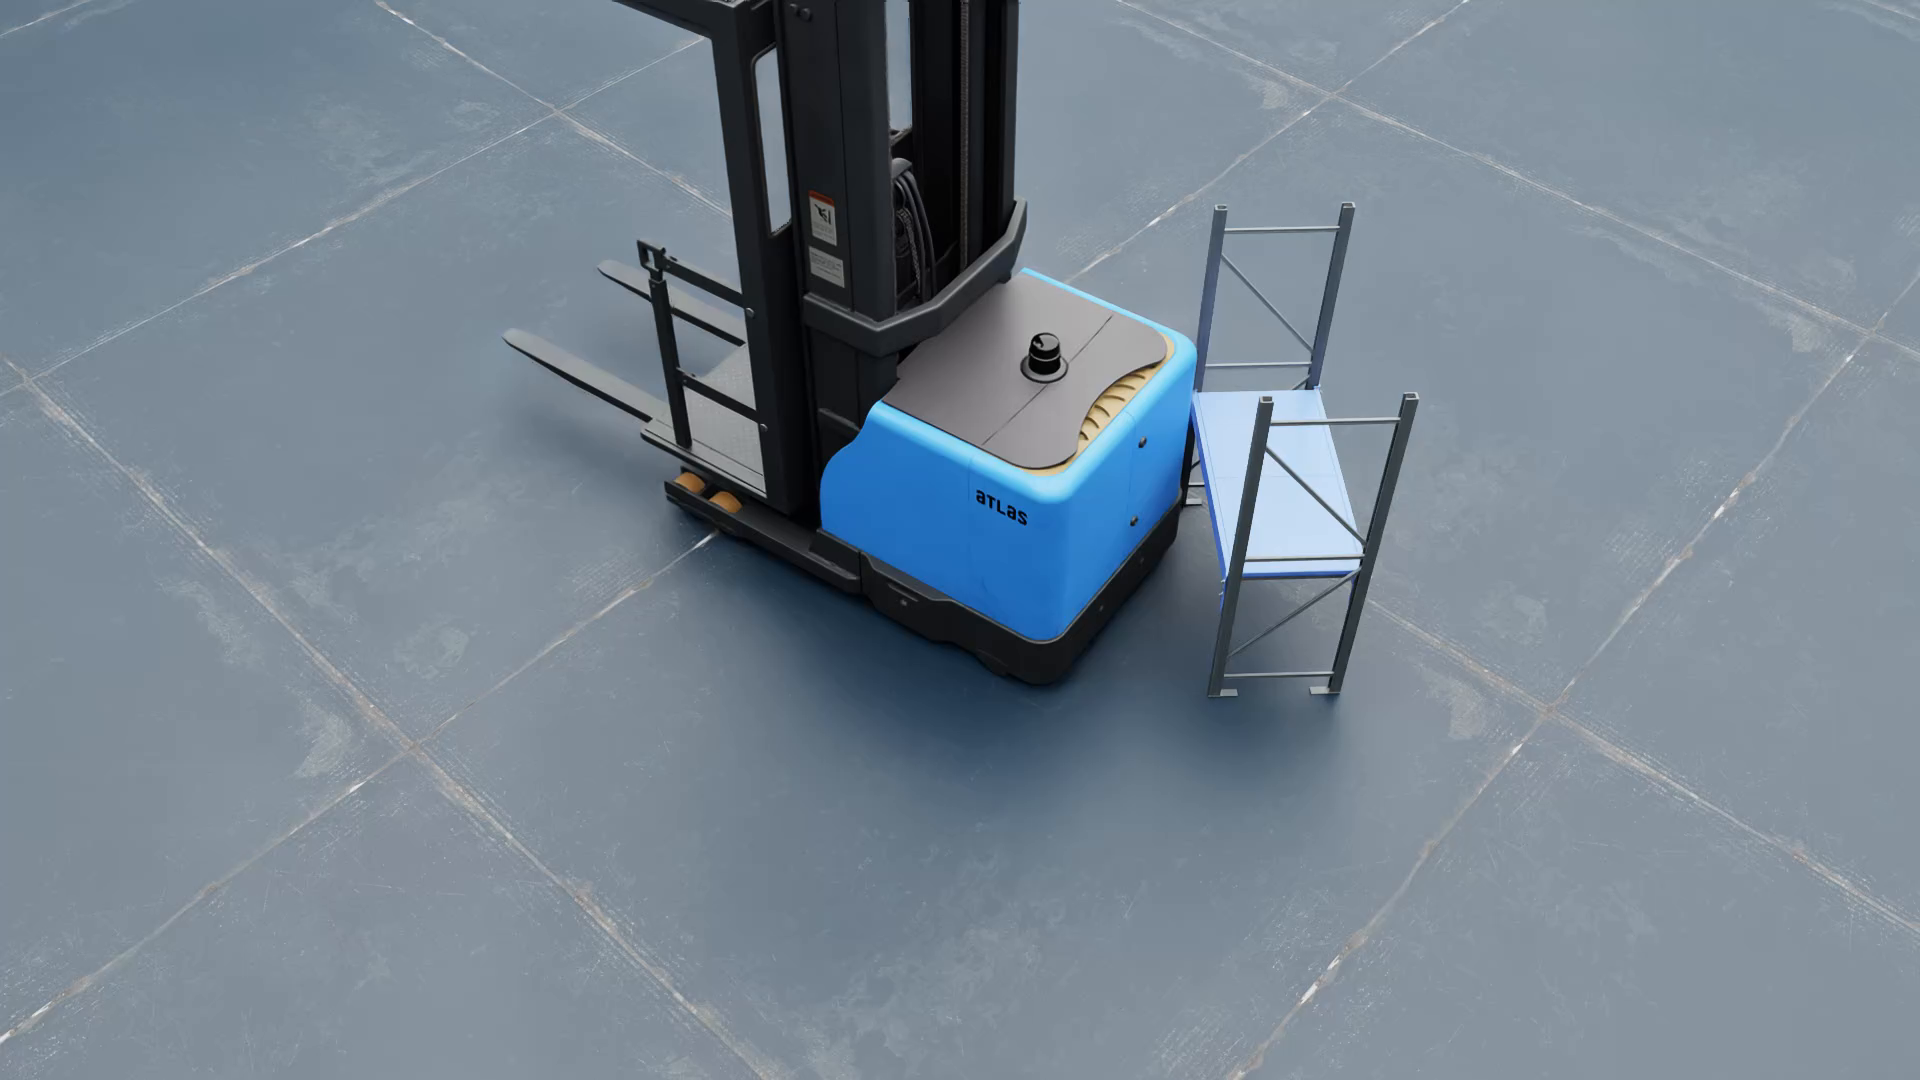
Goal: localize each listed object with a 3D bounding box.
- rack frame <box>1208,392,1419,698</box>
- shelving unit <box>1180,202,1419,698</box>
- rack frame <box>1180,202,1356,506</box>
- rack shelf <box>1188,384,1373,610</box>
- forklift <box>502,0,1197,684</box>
[{"bbox_3d":[1.191,0.066,5.768,0.500,1.500,0.032,-1,47,-1],"label":"rack frame"},{"bbox_3d":[1.174,-0.305,6.116,0.538,1.500,1.048,-1,47,-1],"label":"shelving unit"},{"bbox_3d":[1.157,-0.675,6.464,0.500,1.500,0.032,-1,47,-1],"label":"rack frame"},{"bbox_3d":[1.174,-0.182,6.247,0.538,0.185,1.000,-1,47,-1],"label":"rack shelf"},{"bbox_3d":[-0.614,-1.328,6.095,3.031,2.935,1.130,27,52,23],"label":"forklift"}]
